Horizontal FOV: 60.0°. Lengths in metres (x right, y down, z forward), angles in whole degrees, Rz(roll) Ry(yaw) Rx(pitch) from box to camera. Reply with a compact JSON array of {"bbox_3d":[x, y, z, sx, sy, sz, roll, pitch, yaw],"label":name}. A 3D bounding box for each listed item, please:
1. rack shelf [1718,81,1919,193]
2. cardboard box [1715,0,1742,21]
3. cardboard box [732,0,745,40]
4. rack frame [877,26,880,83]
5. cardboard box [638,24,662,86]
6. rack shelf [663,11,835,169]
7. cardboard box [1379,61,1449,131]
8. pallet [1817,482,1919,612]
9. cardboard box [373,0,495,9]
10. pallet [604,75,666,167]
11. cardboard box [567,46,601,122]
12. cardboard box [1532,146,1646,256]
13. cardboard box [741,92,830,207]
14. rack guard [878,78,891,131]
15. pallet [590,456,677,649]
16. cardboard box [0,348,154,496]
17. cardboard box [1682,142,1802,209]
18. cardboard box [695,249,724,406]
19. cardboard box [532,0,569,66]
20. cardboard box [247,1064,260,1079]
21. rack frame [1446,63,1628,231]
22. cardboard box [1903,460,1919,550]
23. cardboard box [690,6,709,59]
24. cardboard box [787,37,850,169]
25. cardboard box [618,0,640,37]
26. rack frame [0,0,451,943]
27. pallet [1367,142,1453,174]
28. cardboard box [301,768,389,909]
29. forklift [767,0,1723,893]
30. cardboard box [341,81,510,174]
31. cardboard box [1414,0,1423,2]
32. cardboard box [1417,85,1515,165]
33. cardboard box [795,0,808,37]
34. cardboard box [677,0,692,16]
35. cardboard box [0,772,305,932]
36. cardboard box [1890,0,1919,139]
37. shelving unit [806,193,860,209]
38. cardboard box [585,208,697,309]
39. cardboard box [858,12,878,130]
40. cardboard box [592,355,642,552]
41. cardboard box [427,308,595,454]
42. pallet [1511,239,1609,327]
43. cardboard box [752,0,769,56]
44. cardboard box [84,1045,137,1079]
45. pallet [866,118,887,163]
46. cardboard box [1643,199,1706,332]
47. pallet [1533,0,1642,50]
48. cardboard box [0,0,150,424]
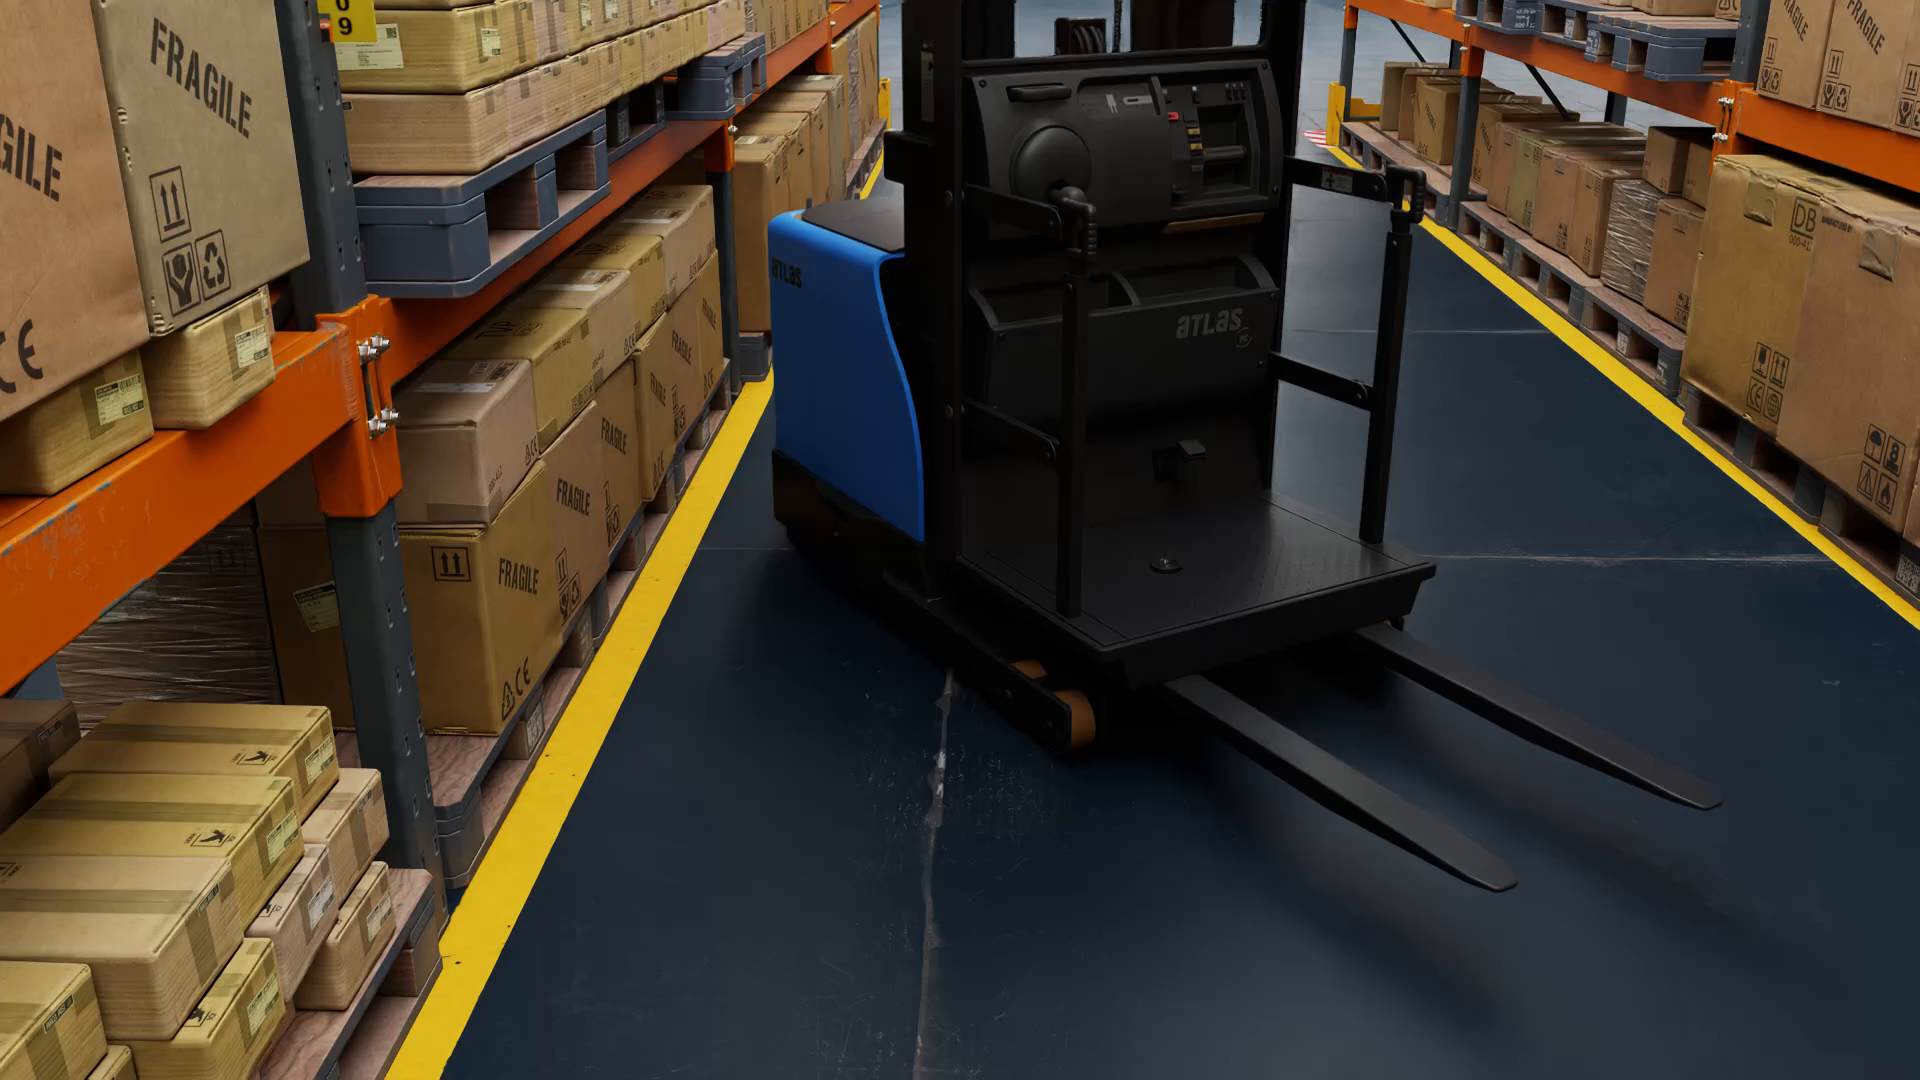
[{"bbox_3d":[3.449,-0.881,4.647,1.077,0.370,4.000,1,21,2],"label":"rack shelf"},{"bbox_3d":[3.486,-2.377,6.791,0.500,0.500,0.500,-2,21,-5],"label":"cardboard box"},{"bbox_3d":[-1.000,-1.926,6.112,0.380,0.149,0.250,1,21,3],"label":"cardboard box"},{"bbox_3d":[-1.201,-4.923,14.070,1.000,3.000,0.127,1,21,2],"label":"rack frame"},{"bbox_3d":[-1.049,-1.363,4.663,0.380,0.149,0.250,0,21,-1],"label":"cardboard box"},{"bbox_3d":[-1.384,-2.418,8.609,1.077,0.370,4.000,1,21,2],"label":"rack shelf"},{"bbox_3d":[3.718,-3.637,13.630,0.500,0.500,0.500,5,22,12],"label":"cardboard box"},{"bbox_3d":[3.371,0.085,5.018,1.003,0.211,1.213,1,21,2],"label":"pallet"},{"bbox_3d":[-1.095,-1.078,3.104,0.380,0.149,0.250,2,21,4],"label":"cardboard box"},{"bbox_3d":[-1.464,-1.225,4.804,1.003,0.211,1.213,1,21,2],"label":"pallet"},{"bbox_3d":[-1.072,-1.082,3.937,0.380,0.149,0.250,1,21,2],"label":"cardboard box"},{"bbox_3d":[3.542,-1.829,8.944,0.700,0.500,0.500,-1,21,-3],"label":"cardboard box"},{"bbox_3d":[-1.285,-2.049,9.194,1.050,0.750,0.750,1,21,2],"label":"cardboard box"},{"bbox_3d":[-1.201,-3.766,14.545,1.175,0.500,0.348,1,21,2],"label":"rack guard"},{"bbox_3d":[-1.510,-0.008,5.258,1.003,0.211,1.213,1,21,2],"label":"pallet"},{"bbox_3d":[-1.308,-0.171,2.170,0.380,0.149,0.250,1,21,4],"label":"cardboard box"},{"bbox_3d":[3.500,-1.571,7.242,0.500,0.250,0.500,1,21,4],"label":"cardboard box"},{"bbox_3d":[-1.203,-0.820,6.371,0.500,0.500,0.500,1,21,1],"label":"cardboard box"},{"bbox_3d":[-1.081,-1.126,3.640,0.380,0.149,0.250,1,21,3],"label":"cardboard box"},{"bbox_3d":[-1.273,0.884,2.465,0.380,0.149,0.250,0,21,0],"label":"cardboard box"},{"bbox_3d":[3.632,-3.386,10.108,1.000,3.000,0.127,1,21,2],"label":"rack frame"},{"bbox_3d":[3.414,-0.253,4.391,1.225,0.875,0.875,0,21,0],"label":"cardboard box"},{"bbox_3d":[-1.028,-1.653,5.409,0.380,0.149,0.250,0,21,1],"label":"cardboard box"},{"bbox_3d":[-1.234,-2.909,11.235,0.875,0.875,0.875,1,21,2],"label":"cardboard box"},{"bbox_3d":[-1.060,-1.413,4.380,0.380,0.149,0.250,0,21,1],"label":"cardboard box"},{"bbox_3d":[-1.566,-0.584,2.888,1.000,3.000,0.127,1,21,2],"label":"rack frame"},{"bbox_3d":[3.651,-2.771,12.379,1.003,0.211,1.213,1,21,2],"label":"pallet"},{"bbox_3d":[-1.258,0.528,2.971,0.380,0.149,0.250,1,21,3],"label":"cardboard box"},{"bbox_3d":[0.556,-1.021,4.108,1.130,2.935,3.031,-12,24,-28],"label":"forklift"},{"bbox_3d":[-1.095,-0.800,3.211,0.380,0.149,0.250,0,21,-1],"label":"cardboard box"},{"bbox_3d":[3.405,-3.892,11.759,0.380,0.149,0.250,1,21,2],"label":"cardboard box"},{"bbox_3d":[3.634,-2.993,11.970,0.500,0.500,0.500,-1,21,-3],"label":"cardboard box"},{"bbox_3d":[-1.102,-2.966,8.889,0.500,0.500,0.500,1,21,2],"label":"cardboard box"},{"bbox_3d":[-1.034,-1.692,5.099,0.380,0.149,0.250,0,21,1],"label":"cardboard box"},{"bbox_3d":[-1.285,0.496,2.642,0.380,0.149,0.250,1,21,2],"label":"cardboard box"},{"bbox_3d":[3.198,-1.441,4.959,0.500,0.500,0.500,0,21,1],"label":"cardboard box"},{"bbox_3d":[-0.369,-0.639,5.724,0.215,1.050,0.252,-12,24,-28],"label":"shelving unit"},{"bbox_3d":[-1.208,-0.978,5.740,0.500,0.250,0.500,1,21,2],"label":"cardboard box"},{"bbox_3d":[-1.156,-3.882,13.745,0.875,0.875,0.875,1,21,2],"label":"cardboard box"},{"bbox_3d":[-1.262,-0.260,4.927,0.500,0.500,0.500,1,21,3],"label":"cardboard box"},{"bbox_3d":[-1.266,-0.421,4.306,0.500,0.250,0.500,1,21,3],"label":"cardboard box"},{"bbox_3d":[3.575,-1.362,8.747,1.003,0.211,1.213,1,21,2],"label":"pallet"},{"bbox_3d":[-1.148,-2.420,7.482,0.500,0.500,0.500,0,21,1],"label":"cardboard box"},{"bbox_3d":[-1.350,0.812,2.238,0.380,0.149,0.250,1,21,2],"label":"cardboard box"},{"bbox_3d":[-1.147,-3.333,13.827,1.003,0.211,1.213,1,21,2],"label":"pallet"},{"bbox_3d":[3.510,-1.222,7.378,0.700,0.500,0.500,0,21,-1],"label":"cardboard box"},{"bbox_3d":[3.529,-2.566,8.261,1.003,0.211,1.213,1,21,2],"label":"pallet"},{"bbox_3d":[-1.316,-0.404,1.873,0.500,0.500,0.500,0,21,0],"label":"cardboard box"}]
